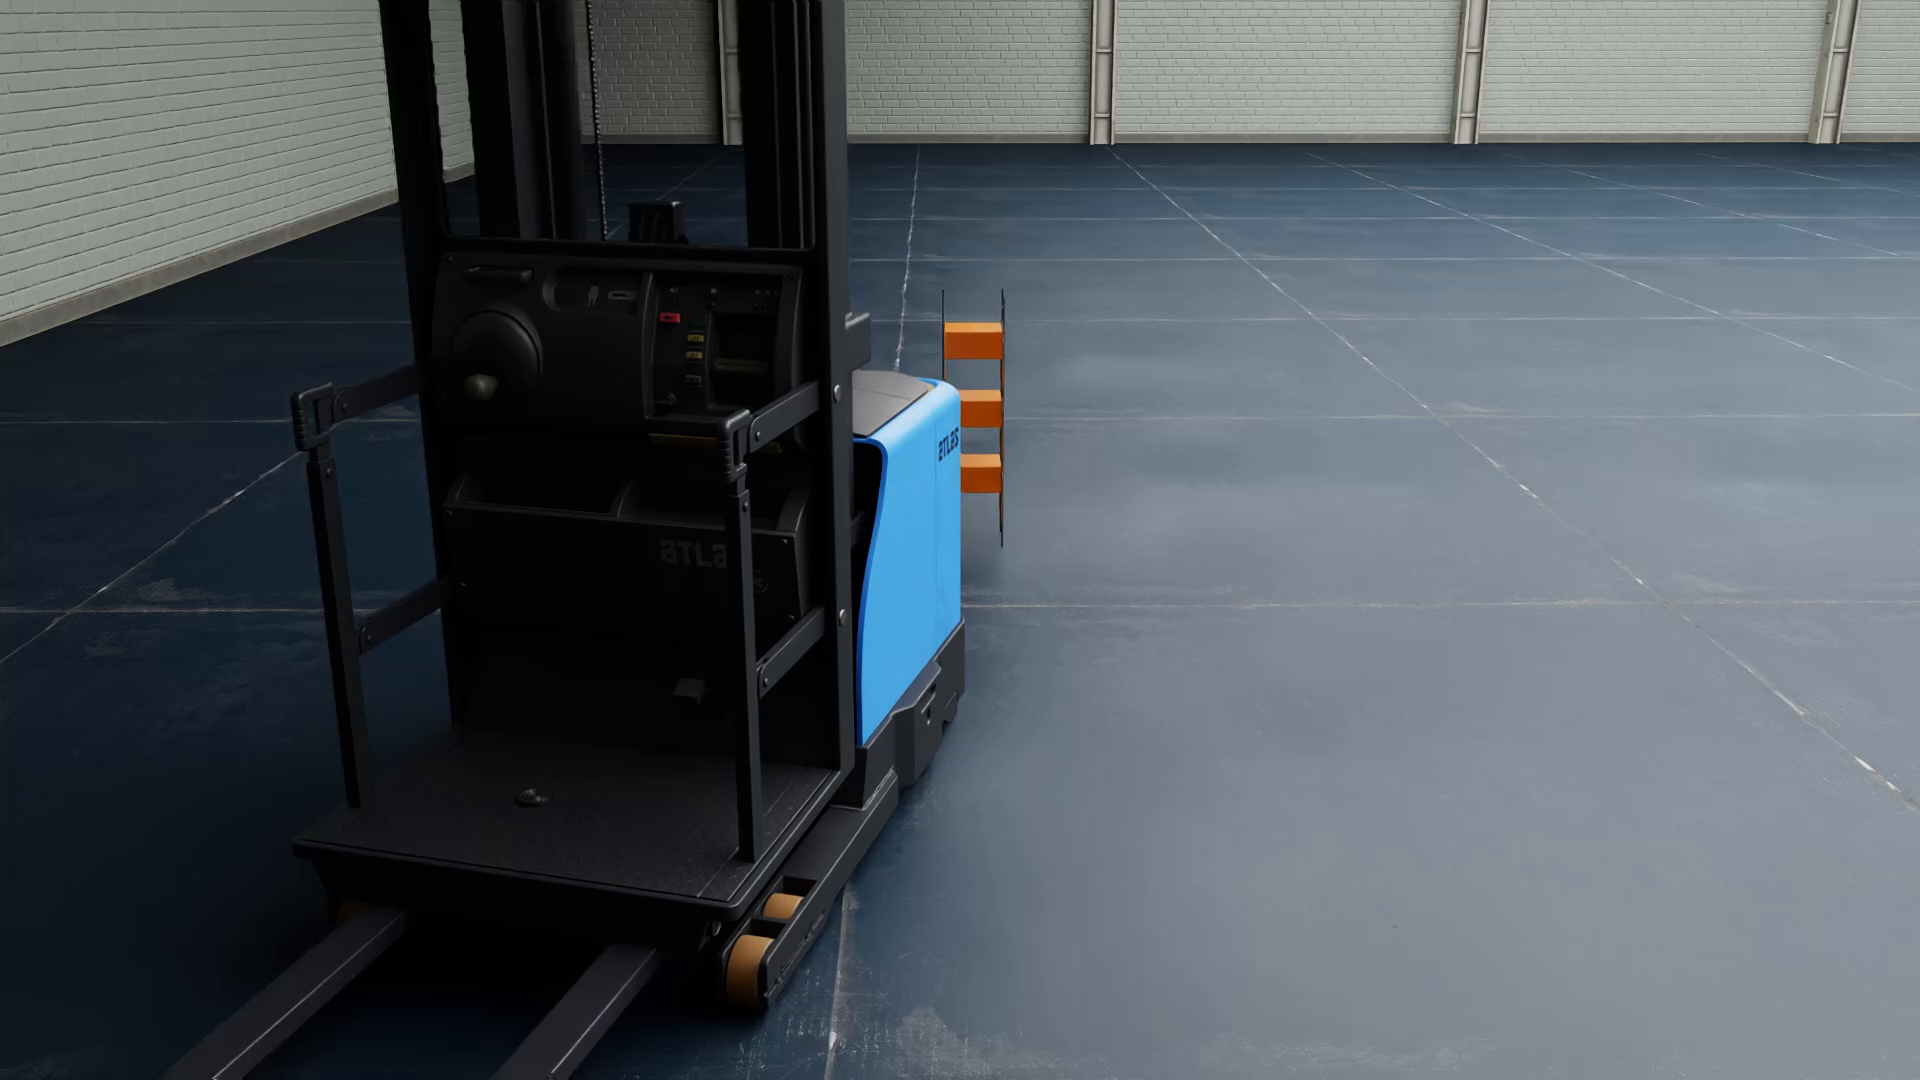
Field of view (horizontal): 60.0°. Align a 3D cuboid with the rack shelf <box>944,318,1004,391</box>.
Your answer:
[{"bbox_3d":[0.053,-0.760,6.805,0.240,0.259,0.215,0,18,-1],"label":"rack shelf"}]

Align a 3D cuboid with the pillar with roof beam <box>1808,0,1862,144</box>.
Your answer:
[{"bbox_3d":[14.395,-9.565,22.133,0.400,9.000,9.100,0,18,-1],"label":"pillar with roof beam"}]

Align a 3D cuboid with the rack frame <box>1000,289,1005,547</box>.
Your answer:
[{"bbox_3d":[0.175,-0.501,6.890,0.008,1.050,0.200,0,18,-1],"label":"rack frame"}]

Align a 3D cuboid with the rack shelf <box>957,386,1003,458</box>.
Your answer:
[{"bbox_3d":[0.053,-0.490,6.891,0.240,0.259,0.215,0,18,-1],"label":"rack shelf"}]

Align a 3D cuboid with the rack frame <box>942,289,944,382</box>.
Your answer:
[{"bbox_3d":[-0.068,-0.500,6.886,0.008,1.050,0.200,0,18,-1],"label":"rack frame"}]

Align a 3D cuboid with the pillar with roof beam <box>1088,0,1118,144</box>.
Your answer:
[{"bbox_3d":[2.396,-9.507,21.953,0.400,9.000,9.100,0,18,-1],"label":"pillar with roof beam"}]

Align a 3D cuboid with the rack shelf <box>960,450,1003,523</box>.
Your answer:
[{"bbox_3d":[0.053,-0.225,6.976,0.240,0.259,0.215,0,18,-1],"label":"rack shelf"}]

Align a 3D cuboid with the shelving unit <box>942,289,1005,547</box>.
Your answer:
[{"bbox_3d":[0.053,-0.500,6.888,0.252,1.050,0.215,0,18,-1],"label":"shelving unit"}]

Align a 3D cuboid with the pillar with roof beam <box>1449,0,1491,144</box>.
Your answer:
[{"bbox_3d":[8.396,-9.536,22.043,0.400,9.000,9.100,0,18,-1],"label":"pillar with roof beam"}]

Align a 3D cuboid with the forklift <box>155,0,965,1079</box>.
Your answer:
[{"bbox_3d":[-0.868,-0.469,3.711,1.130,2.935,3.031,5,18,15],"label":"forklift"}]

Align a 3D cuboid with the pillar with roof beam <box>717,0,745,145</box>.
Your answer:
[{"bbox_3d":[-3.603,-9.478,21.863,0.400,9.000,9.100,0,18,-1],"label":"pillar with roof beam"}]
